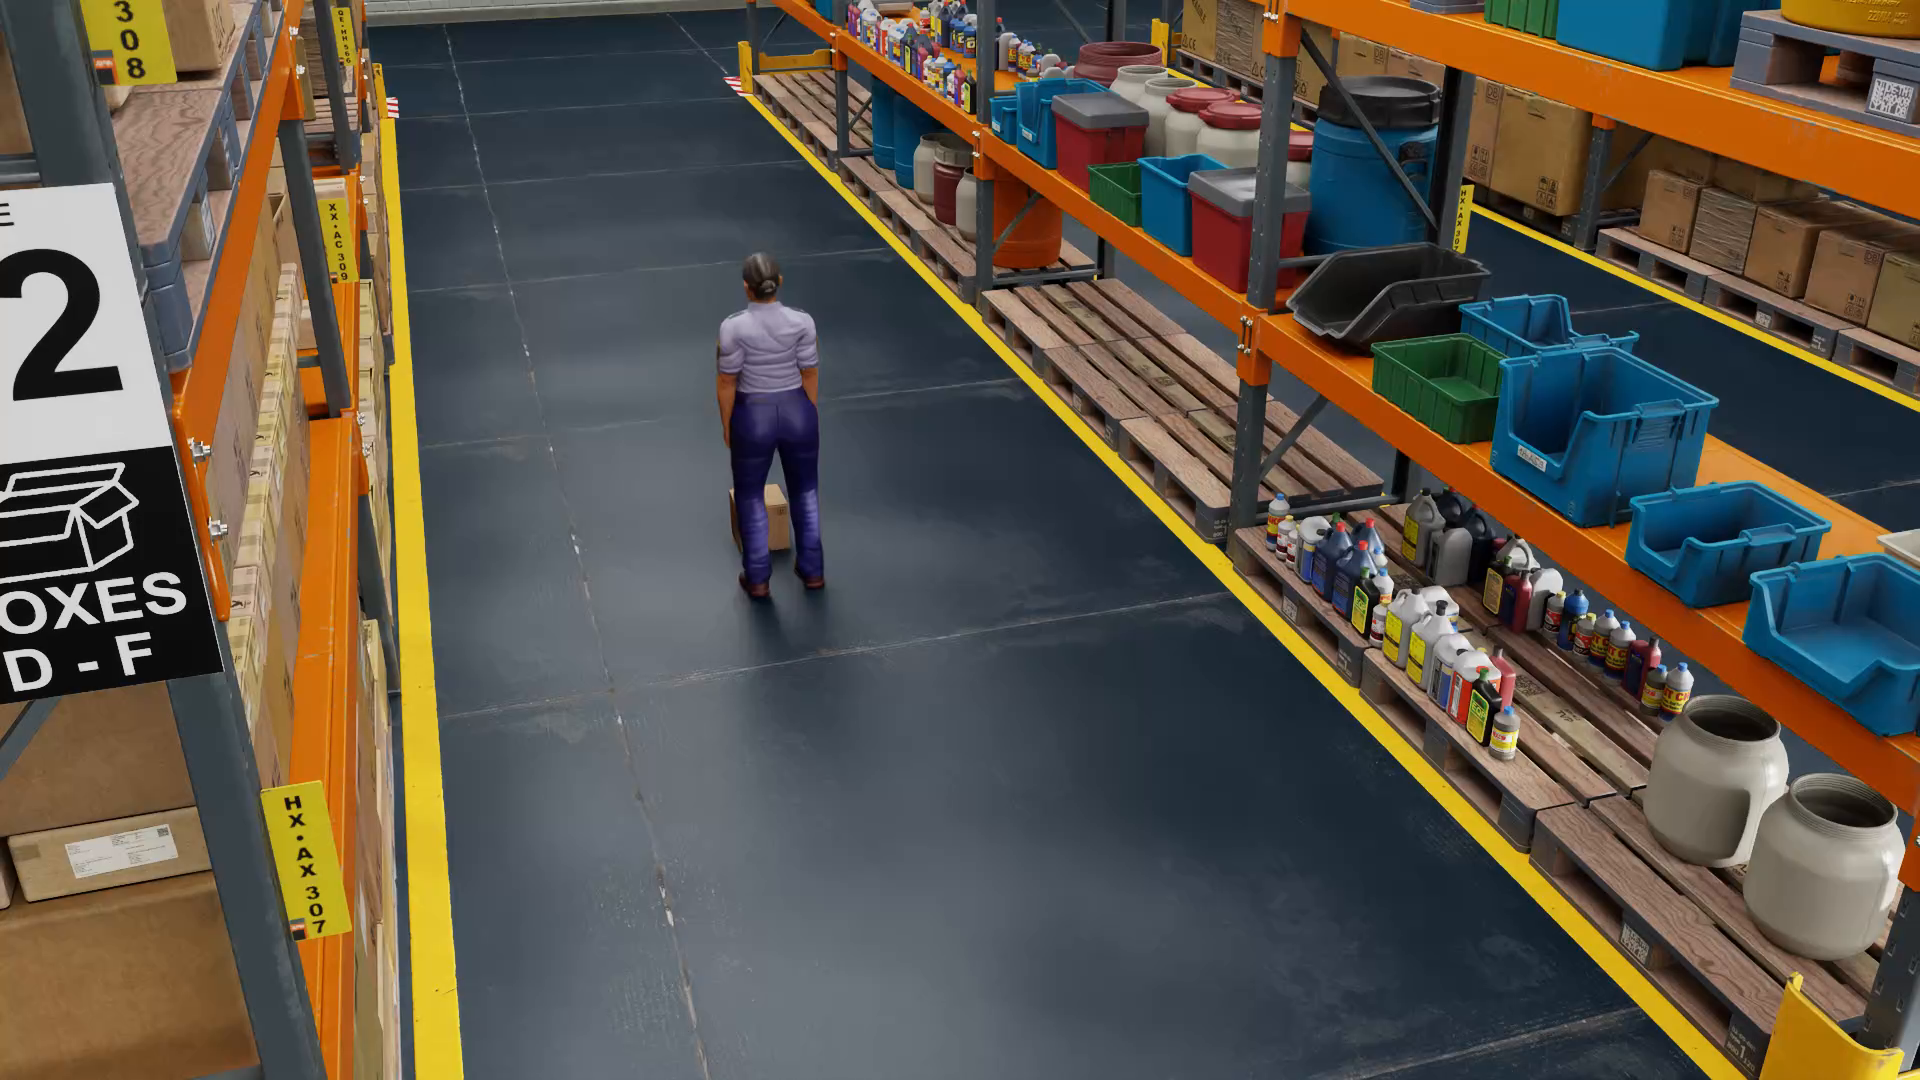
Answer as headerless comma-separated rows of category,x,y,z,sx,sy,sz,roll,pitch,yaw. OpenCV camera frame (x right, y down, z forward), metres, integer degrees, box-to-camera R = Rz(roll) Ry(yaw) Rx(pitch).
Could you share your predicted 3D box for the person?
person,-0.883,-0.523,7.701,0.470,1.654,0.342,-8,28,-15
